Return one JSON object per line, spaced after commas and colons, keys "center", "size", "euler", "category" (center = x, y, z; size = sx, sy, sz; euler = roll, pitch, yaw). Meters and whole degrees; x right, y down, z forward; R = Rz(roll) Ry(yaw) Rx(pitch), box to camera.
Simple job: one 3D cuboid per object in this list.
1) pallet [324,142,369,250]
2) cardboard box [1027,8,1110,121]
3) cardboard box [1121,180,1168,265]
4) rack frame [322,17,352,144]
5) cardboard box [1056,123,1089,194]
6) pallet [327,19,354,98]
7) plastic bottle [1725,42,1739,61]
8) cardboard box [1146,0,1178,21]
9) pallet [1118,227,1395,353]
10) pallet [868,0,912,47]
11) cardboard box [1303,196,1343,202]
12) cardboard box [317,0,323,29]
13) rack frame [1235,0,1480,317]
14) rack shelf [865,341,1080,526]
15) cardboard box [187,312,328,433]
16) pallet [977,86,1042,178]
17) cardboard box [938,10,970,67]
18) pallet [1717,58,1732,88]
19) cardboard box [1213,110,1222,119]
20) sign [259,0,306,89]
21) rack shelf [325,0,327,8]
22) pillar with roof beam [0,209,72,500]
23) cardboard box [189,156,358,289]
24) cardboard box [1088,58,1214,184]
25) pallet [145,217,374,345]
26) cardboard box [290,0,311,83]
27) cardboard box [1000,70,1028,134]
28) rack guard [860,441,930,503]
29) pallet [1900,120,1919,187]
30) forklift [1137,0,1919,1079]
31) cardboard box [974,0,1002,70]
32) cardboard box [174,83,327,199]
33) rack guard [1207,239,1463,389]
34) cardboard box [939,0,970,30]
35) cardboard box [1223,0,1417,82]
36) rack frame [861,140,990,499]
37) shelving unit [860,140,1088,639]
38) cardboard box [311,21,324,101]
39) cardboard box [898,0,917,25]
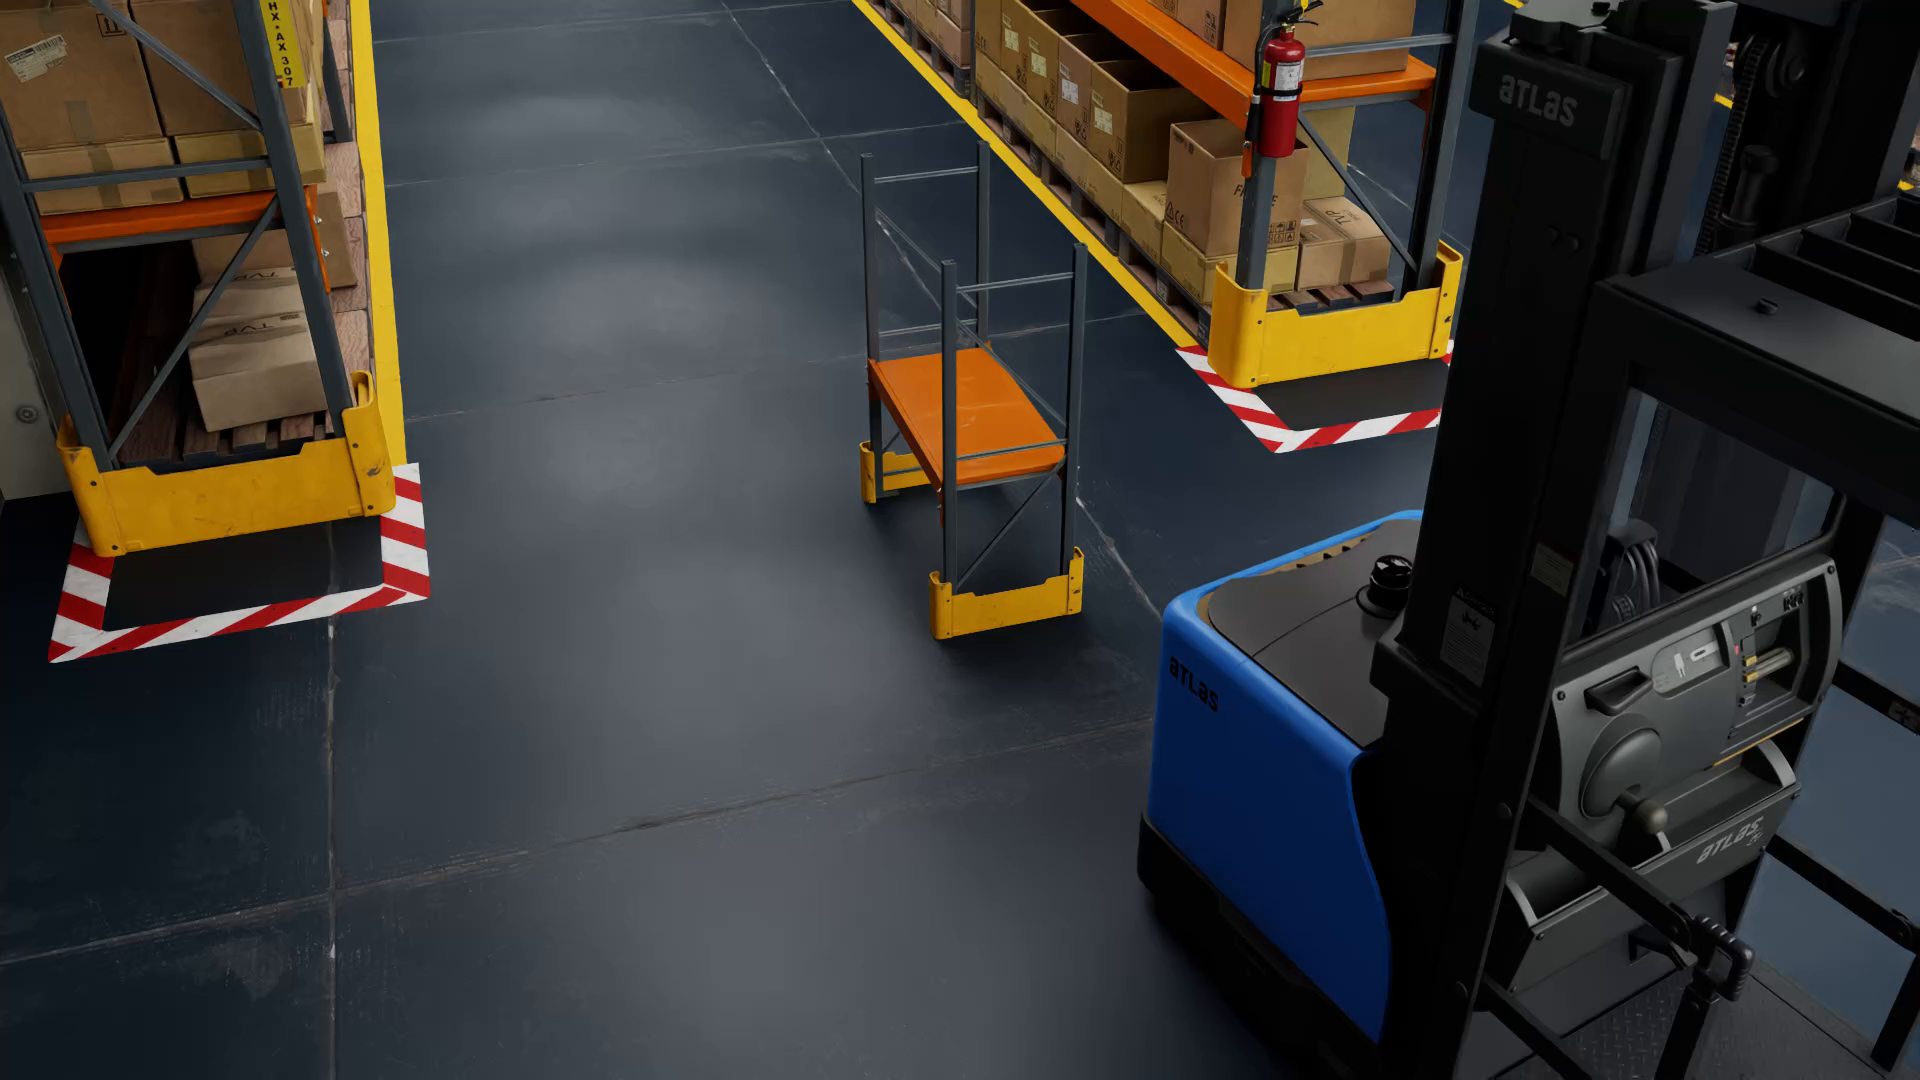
{"center": [-3.916, -1.911, 9.451], "size": [1.003, 0.211, 1.213], "euler": [-10, 35, -15], "category": "pallet"}
{"center": [0.710, -2.776, 9.663], "size": [0.500, 0.500, 0.500], "euler": [-10, 35, -15], "category": "cardboard box"}
{"center": [1.173, -1.676, 8.679], "size": [0.500, 0.250, 0.500], "euler": [-10, 35, -15], "category": "cardboard box"}
{"center": [-4.155, -3.421, 9.206], "size": [1.000, 3.000, 0.127], "euler": [-10, 35, -15], "category": "rack frame"}
{"center": [0.868, -2.201, 9.474], "size": [0.500, 0.250, 0.500], "euler": [-10, 35, -15], "category": "cardboard box"}
{"center": [-4.769, -3.308, 11.565], "size": [1.003, 0.211, 1.213], "euler": [-10, 35, -15], "category": "pallet"}
{"center": [5.253, -3.358, 11.250], "size": [0.097, 0.201, 0.097], "euler": [0, 33, 0], "category": "plastic bottle"}
{"center": [1.341, -2.982, 8.451], "size": [0.700, 0.500, 0.500], "euler": [-10, 35, -14], "category": "cardboard box"}
{"center": [1.509, -1.387, 8.658], "size": [1.003, 0.211, 1.213], "euler": [-10, 35, -15], "category": "pallet"}
{"center": [-0.076, -4.115, 12.785], "size": [1.003, 0.211, 1.213], "euler": [-10, 35, -15], "category": "pallet"}
{"center": [1.674, -1.765, 8.813], "size": [0.500, 0.250, 0.500], "euler": [-10, 35, -15], "category": "cardboard box"}
{"center": [-3.409, -2.645, 8.149], "size": [0.500, 0.250, 0.500], "euler": [-10, 35, -15], "category": "cardboard box"}
{"center": [1.782, -2.156, 7.292], "size": [1.000, 3.000, 0.127], "euler": [-10, 35, -15], "category": "rack frame"}
{"center": [0.026, -0.431, 6.368], "size": [0.538, 0.185, 1.000], "euler": [-10, 35, -15], "category": "rack shelf"}
{"center": [-3.060, -0.761, 7.221], "size": [0.500, 0.311, 0.500], "euler": [-14, 36, -20], "category": "cardboard box"}
{"center": [0.764, -2.668, 10.596], "size": [1.003, 0.211, 1.213], "euler": [-10, 35, -15], "category": "pallet"}
{"center": [0.159, -3.453, 11.368], "size": [0.500, 0.250, 0.500], "euler": [-10, 35, -15], "category": "cardboard box"}
{"center": [5.445, -3.564, 11.952], "size": [1.003, 0.211, 1.213], "euler": [-10, 35, -15], "category": "pallet"}
{"center": [1.511, -2.338, 9.001], "size": [0.500, 0.500, 0.500], "euler": [-10, 35, -15], "category": "cardboard box"}
{"center": [-2.418, -1.774, 5.928], "size": [0.100, 0.325, 0.005], "euler": [-10, 35, -15], "category": "sign"}
{"center": [-4.765, -4.171, 10.994], "size": [1.077, 0.370, 4.000], "euler": [-10, 35, -15], "category": "rack shelf"}
{"center": [0.128, -4.770, 5.806], "size": [9.100, 9.000, 0.400], "euler": [-10, 35, -15], "category": "pillar with roof beam"}
{"center": [-3.410, -1.533, 8.217], "size": [0.700, 0.500, 0.500], "euler": [-12, 35, -18], "category": "cardboard box"}
{"center": [1.016, -2.251, 8.869], "size": [0.500, 0.500, 0.500], "euler": [-10, 35, -15], "category": "cardboard box"}
{"center": [-3.540, -1.269, 8.480], "size": [1.003, 0.211, 1.213], "euler": [-10, 35, -15], "category": "pallet"}
{"center": [-2.935, -2.142, 6.708], "size": [0.500, 0.500, 0.500], "euler": [-10, 35, -15], "category": "cardboard box"}
{"center": [0.562, -2.726, 10.268], "size": [0.500, 0.250, 0.500], "euler": [-10, 35, -15], "category": "cardboard box"}
{"center": [-0.129, -0.326, 7.016], "size": [0.587, 0.250, 0.087], "euler": [-10, 35, -15], "category": "rack guard"}
{"center": [6.190, -2.283, 10.014], "size": [1.003, 0.211, 1.213], "euler": [-10, 35, -15], "category": "pallet"}
{"center": [1.735, 0.393, 3.497], "size": [1.130, 2.935, 3.031], "euler": [-18, 38, -26], "category": "forklift"}
{"center": [0.405, -3.301, 10.458], "size": [0.500, 0.500, 0.500], "euler": [-10, 35, -15], "category": "cardboard box"}
{"center": [-2.781, -1.576, 6.533], "size": [0.500, 0.250, 0.500], "euler": [-11, 35, -16], "category": "cardboard box"}
{"center": [1.789, -1.101, 7.962], "size": [1.175, 0.500, 0.348], "euler": [-10, 35, -15], "category": "rack guard"}
{"center": [0.165, -3.683, 11.207], "size": [0.500, 0.311, 0.500], "euler": [-10, 35, -15], "category": "cardboard box"}
{"center": [1.652, -2.445, 7.639], "size": [0.700, 0.500, 0.500], "euler": [-10, 35, -15], "category": "cardboard box"}
{"center": [-0.129, -0.848, 6.673], "size": [0.500, 1.500, 0.032], "euler": [-10, 35, -15], "category": "rack frame"}
{"center": [0.023, -0.586, 6.276], "size": [0.587, 1.500, 1.083], "euler": [-10, 35, -15], "category": "shelving unit"}
{"center": [-3.103, -2.115, 7.348], "size": [0.500, 0.250, 0.500], "euler": [-11, 35, -15], "category": "cardboard box"}
{"center": [-0.150, -3.988, 12.177], "size": [0.500, 0.250, 0.500], "euler": [-9, 35, -14], "category": "cardboard box"}
